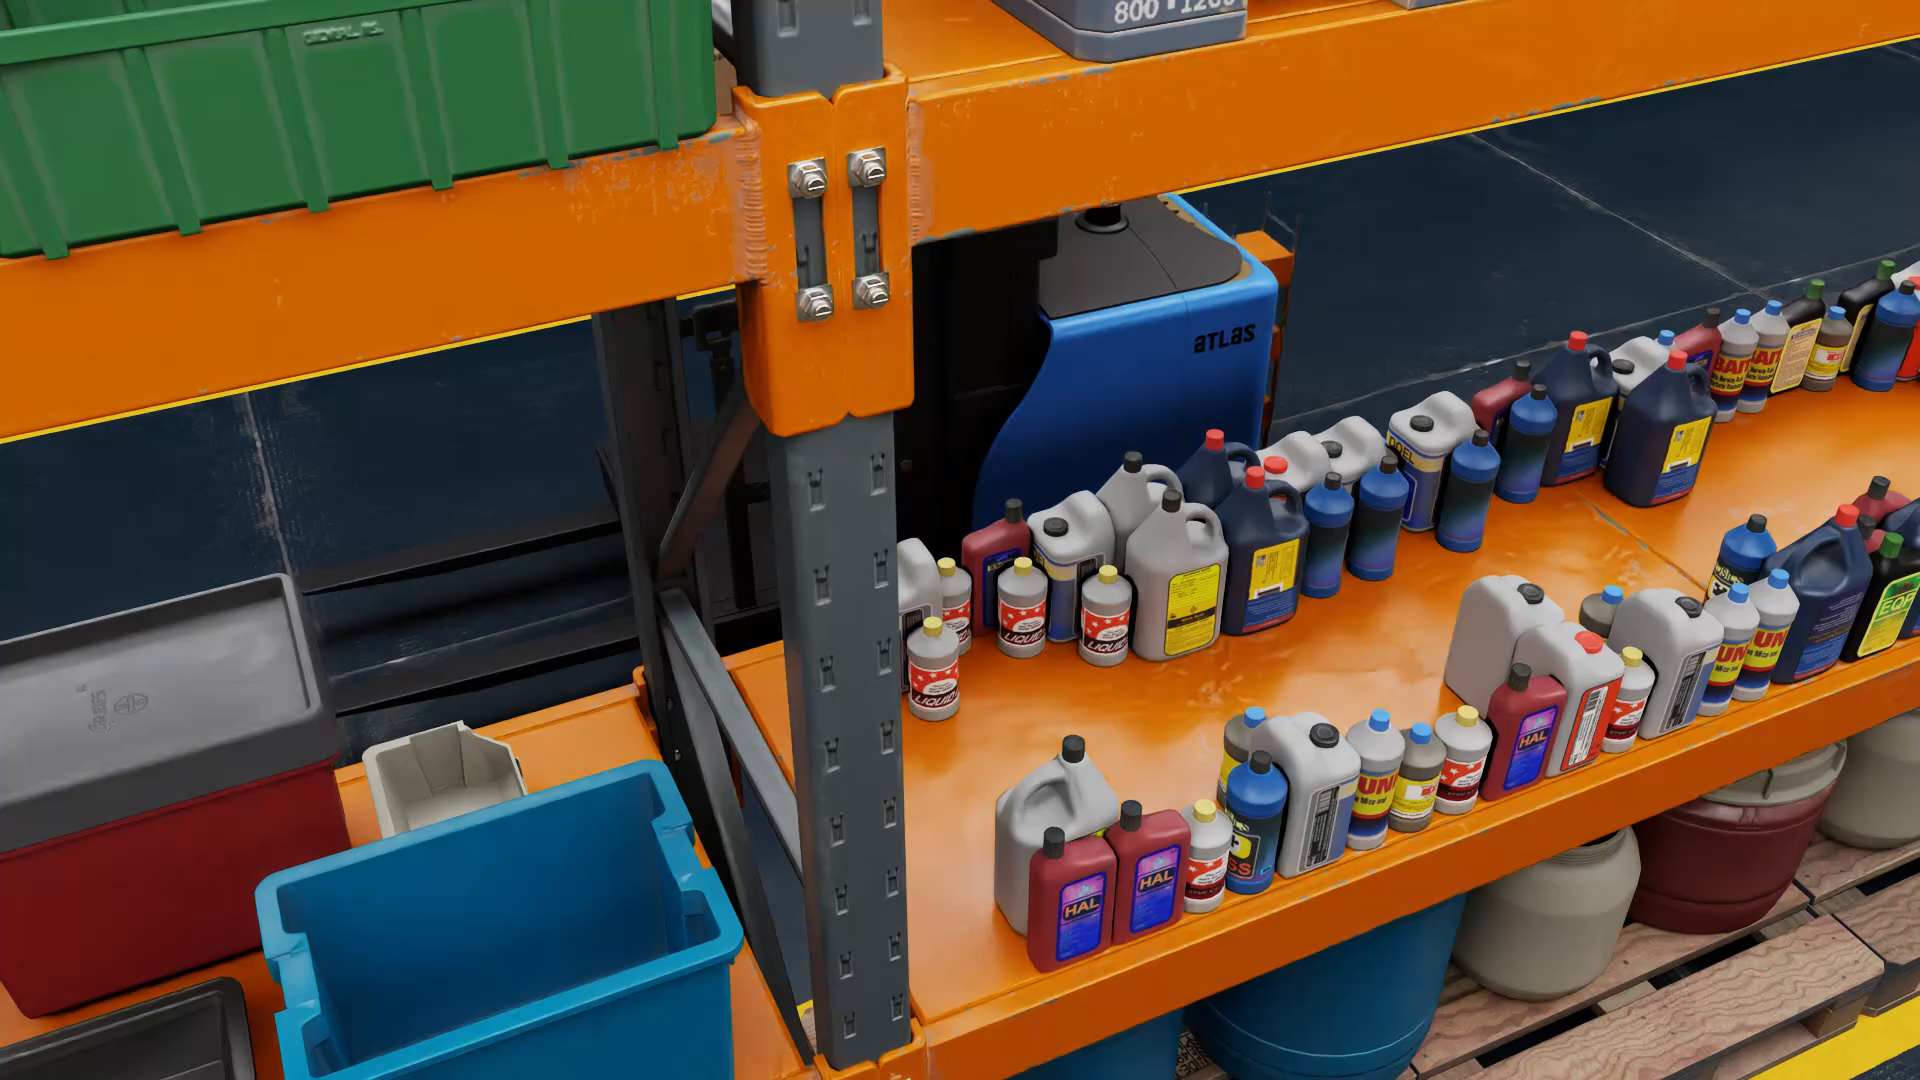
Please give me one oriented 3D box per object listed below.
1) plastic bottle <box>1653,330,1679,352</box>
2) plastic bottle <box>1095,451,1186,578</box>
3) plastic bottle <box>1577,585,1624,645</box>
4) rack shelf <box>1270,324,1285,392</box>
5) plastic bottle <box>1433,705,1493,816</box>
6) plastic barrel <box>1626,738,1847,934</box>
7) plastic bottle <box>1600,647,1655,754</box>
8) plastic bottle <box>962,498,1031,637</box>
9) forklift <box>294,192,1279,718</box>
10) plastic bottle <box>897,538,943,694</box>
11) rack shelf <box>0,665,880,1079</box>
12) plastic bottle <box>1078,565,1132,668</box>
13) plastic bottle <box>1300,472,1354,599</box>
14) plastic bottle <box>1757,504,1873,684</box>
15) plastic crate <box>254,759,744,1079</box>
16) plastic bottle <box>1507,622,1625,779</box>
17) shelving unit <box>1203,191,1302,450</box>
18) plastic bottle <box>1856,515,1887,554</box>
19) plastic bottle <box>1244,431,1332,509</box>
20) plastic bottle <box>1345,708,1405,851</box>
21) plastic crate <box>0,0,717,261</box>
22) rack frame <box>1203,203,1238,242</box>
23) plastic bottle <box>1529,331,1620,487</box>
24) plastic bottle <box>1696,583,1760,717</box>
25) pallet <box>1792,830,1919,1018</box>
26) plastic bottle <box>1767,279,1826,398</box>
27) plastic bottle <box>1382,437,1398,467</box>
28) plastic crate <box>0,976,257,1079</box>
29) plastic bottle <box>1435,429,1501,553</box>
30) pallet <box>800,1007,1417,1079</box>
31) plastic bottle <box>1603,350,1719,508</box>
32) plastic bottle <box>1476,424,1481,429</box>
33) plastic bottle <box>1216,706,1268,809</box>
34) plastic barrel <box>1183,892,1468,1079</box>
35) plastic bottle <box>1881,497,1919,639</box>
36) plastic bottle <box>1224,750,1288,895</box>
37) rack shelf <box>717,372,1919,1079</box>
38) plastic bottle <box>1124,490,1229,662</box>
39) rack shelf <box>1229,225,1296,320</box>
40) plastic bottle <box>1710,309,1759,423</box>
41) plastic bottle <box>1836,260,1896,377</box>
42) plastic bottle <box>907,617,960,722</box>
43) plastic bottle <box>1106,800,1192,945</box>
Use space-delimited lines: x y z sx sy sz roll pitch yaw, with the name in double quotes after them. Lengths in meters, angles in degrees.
1.591 -0.356 3.820 0.097 0.271 0.097 0 37 0 "plastic bottle"
0.354 -0.027 3.309 0.185 0.351 0.144 -16 39 -20 "plastic bottle"
1.220 0.175 3.163 0.097 0.201 0.097 0 37 0 "plastic bottle"
0.951 -0.651 5.760 0.240 0.259 0.215 -14 39 -19 "rack shelf"
0.866 0.374 2.894 0.097 0.201 0.097 0 37 0 "plastic bottle"
1.824 0.569 4.137 0.708 0.588 0.600 -16 39 -20 "plastic barrel"
1.197 0.282 3.019 0.097 0.201 0.097 0 37 0 "plastic bottle"
0.071 0.052 3.259 0.133 0.283 0.061 -16 39 -20 "plastic bottle"
-0.580 -1.031 4.680 3.031 2.935 1.130 -14 39 -18 "forklift"
-0.119 0.138 3.150 0.135 0.276 0.152 -16 39 -20 "plastic bottle"
-2.149 1.158 2.275 4.000 0.370 1.077 -16 39 -20 "rack shelf"
0.281 0.138 3.212 0.097 0.201 0.097 0 37 0 "plastic bottle"
0.738 -0.017 3.363 0.097 0.271 0.097 0 37 0 "plastic bottle"
1.613 0.090 3.152 0.185 0.351 0.144 -16 39 -20 "plastic bottle"
-0.616 0.647 2.323 0.575 0.384 0.392 -16 39 -20 "plastic crate"
1.080 0.266 2.977 0.135 0.276 0.152 -16 39 -20 "plastic bottle"
0.951 -0.659 5.754 0.252 1.050 0.215 -14 39 -19 "shelving unit"
1.749 0.067 3.240 0.133 0.283 0.061 -16 39 -20 "plastic bottle"
0.668 -0.082 3.446 0.135 0.276 0.152 -16 39 -20 "plastic bottle"
0.690 0.395 2.807 0.097 0.271 0.097 0 37 0 "plastic bottle"
-0.594 -0.487 1.548 0.662 0.188 0.450 -16 39 -20 "plastic crate"
0.839 -0.632 5.713 0.008 1.050 0.200 -14 39 -19 "rack frame"
1.351 -0.305 3.685 0.185 0.351 0.144 -16 39 -20 "plastic bottle"
1.407 0.195 3.077 0.097 0.271 0.097 0 37 0 "plastic bottle"
2.586 0.692 4.639 1.213 0.211 1.003 -16 39 -20 "pallet"
1.985 -0.483 3.981 0.133 0.283 0.061 -16 39 -20 "plastic bottle"
0.883 -0.130 3.574 0.097 0.201 0.097 0 37 0 "plastic bottle"
-1.238 0.877 2.230 0.590 0.125 0.437 -16 39 -20 "plastic crate"
1.070 -0.110 3.488 0.097 0.271 0.097 0 37 0 "plastic bottle"
0.377 1.310 3.807 1.213 0.211 1.003 -16 39 -20 "pallet"
1.538 -0.257 3.621 0.185 0.351 0.144 -16 39 -20 "plastic bottle"
1.093 -0.189 3.653 0.097 0.201 0.097 0 37 0 "plastic bottle"
0.504 0.376 2.892 0.097 0.201 0.097 0 37 0 "plastic bottle"
0.802 0.729 3.658 0.708 0.901 0.600 -16 39 -20 "plastic barrel"
1.901 0.010 3.261 0.185 0.351 0.144 -16 39 -20 "plastic bottle"
0.480 0.454 2.728 0.097 0.271 0.097 0 37 0 "plastic bottle"
1.472 0.145 3.640 4.000 0.370 1.077 -16 39 -20 "rack shelf"
0.416 0.051 3.205 0.185 0.351 0.144 -16 39 -20 "plastic bottle"
0.955 -0.880 5.593 0.240 0.259 0.215 -14 39 -19 "rack shelf"
1.800 -0.414 3.899 0.097 0.271 0.097 0 37 0 "plastic bottle"
2.194 -0.541 4.060 0.133 0.283 0.061 -16 39 -20 "plastic bottle"
-0.049 0.231 3.087 0.097 0.201 0.097 0 37 0 "plastic bottle"
0.295 0.513 2.638 0.133 0.283 0.061 -16 39 -20 "plastic bottle"
